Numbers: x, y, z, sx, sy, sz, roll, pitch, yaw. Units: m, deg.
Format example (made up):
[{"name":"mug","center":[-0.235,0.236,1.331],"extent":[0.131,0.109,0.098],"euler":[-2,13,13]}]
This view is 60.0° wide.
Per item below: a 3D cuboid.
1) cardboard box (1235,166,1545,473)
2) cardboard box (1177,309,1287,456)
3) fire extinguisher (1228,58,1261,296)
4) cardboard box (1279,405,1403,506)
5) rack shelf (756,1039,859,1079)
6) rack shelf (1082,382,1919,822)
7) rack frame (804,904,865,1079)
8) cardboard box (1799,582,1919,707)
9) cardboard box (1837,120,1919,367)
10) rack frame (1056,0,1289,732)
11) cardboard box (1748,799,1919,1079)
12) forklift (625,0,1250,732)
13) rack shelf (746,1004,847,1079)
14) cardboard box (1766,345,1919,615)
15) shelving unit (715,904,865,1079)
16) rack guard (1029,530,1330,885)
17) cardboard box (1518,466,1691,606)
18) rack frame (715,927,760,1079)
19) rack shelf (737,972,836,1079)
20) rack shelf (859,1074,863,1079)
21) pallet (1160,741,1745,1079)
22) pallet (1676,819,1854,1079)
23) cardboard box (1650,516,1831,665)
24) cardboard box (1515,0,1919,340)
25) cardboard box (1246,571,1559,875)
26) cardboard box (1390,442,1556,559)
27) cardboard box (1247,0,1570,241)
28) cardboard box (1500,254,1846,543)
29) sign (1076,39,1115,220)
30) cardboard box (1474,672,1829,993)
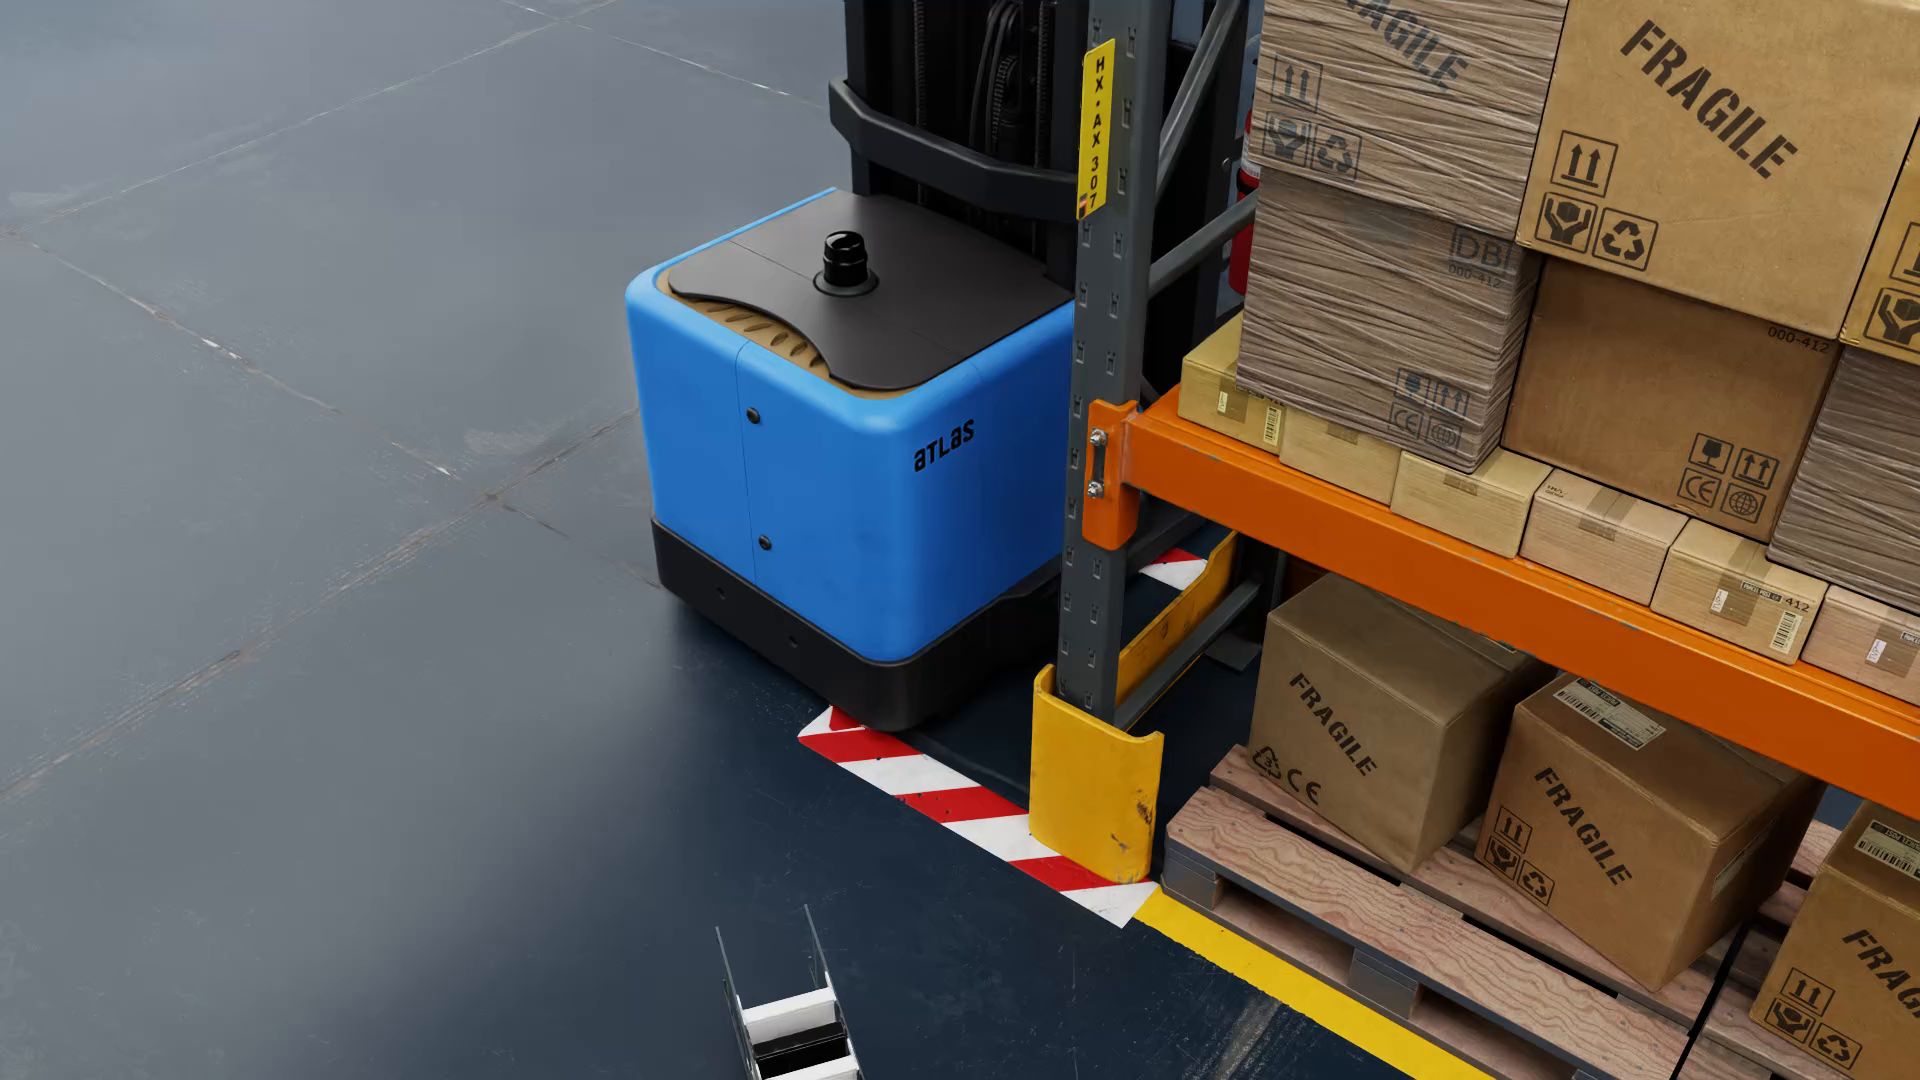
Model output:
[{"name":"cardboard box","center":[1.003,-0.620,3.286],"extent":[0.500,0.500,0.875],"euler":[25,45,29]},{"name":"cardboard box","center":[0.664,-0.361,3.481],"extent":[0.250,0.149,0.380],"euler":[25,45,29]},{"name":"fire extinguisher","center":[0.771,-0.921,4.056],"extent":[0.183,0.674,0.296],"euler":[25,45,29]},{"name":"cardboard box","center":[0.851,-0.258,3.350],"extent":[0.250,0.149,0.380],"euler":[25,45,29]},{"name":"rack shelf","center":[-0.315,1.182,3.501],"extent":[0.200,0.258,0.077],"euler":[-12,40,-14]},{"name":"rack shelf","center":[2.171,0.349,2.954],"extent":[4.000,0.370,1.077],"euler":[25,45,29]},{"name":"rack frame","center":[-0.208,1.182,3.502],"extent":[0.006,0.240,0.900],"euler":[-12,40,-14]},{"name":"cardboard box","center":[1.661,0.104,2.887],"extent":[0.250,0.149,0.380],"euler":[25,45,29]},{"name":"cardboard box","center":[1.645,-0.516,2.343],"extent":[0.500,0.500,0.500],"euler":[25,45,29]},{"name":"rack frame","center":[0.582,-0.683,3.689],"extent":[0.127,3.000,1.000],"euler":[25,45,29]},{"name":"cardboard box","center":[2.050,0.829,3.445],"extent":[0.500,0.500,0.500],"euler":[30,47,32]},{"name":"forklift","center":[0.470,-1.455,4.730],"extent":[1.130,2.935,3.031],"euler":[30,47,33]},{"name":"rack shelf","center":[-0.343,1.129,3.569],"extent":[0.200,0.258,0.077],"euler":[-12,40,-14]},{"name":"cardboard box","center":[1.843,-0.283,2.856],"extent":[0.500,0.500,0.875],"euler":[25,45,29]},{"name":"shelving unit","center":[-0.304,1.202,3.477],"extent":[0.210,0.258,0.900],"euler":[-12,40,-14]},{"name":"rack guard","center":[0.643,0.330,4.423],"extent":[0.348,0.500,1.175],"euler":[25,45,29]},{"name":"cardboard box","center":[1.251,-0.073,3.114],"extent":[0.250,0.149,0.380],"euler":[25,45,29]},{"name":"rack frame","center":[-0.400,1.221,3.451],"extent":[0.006,0.240,0.900],"euler":[-12,40,-14]},{"name":"rack shelf","center":[-0.372,1.077,3.636],"extent":[0.200,0.258,0.077],"euler":[-12,40,-14]},{"name":"rack shelf","center":[-0.286,1.235,3.434],"extent":[0.200,0.258,0.077],"euler":[-12,40,-14]},{"name":"pallet","center":[1.266,0.765,4.102],"extent":[1.213,0.211,1.003],"euler":[25,45,29]},{"name":"pallet","center":[2.231,1.222,3.518],"extent":[1.213,0.211,1.003],"euler":[25,45,29]},{"name":"cardboard box","center":[1.446,0.024,2.990],"extent":[0.250,0.149,0.380],"euler":[25,45,29]},{"name":"cardboard box","center":[1.247,-0.703,2.581],"extent":[0.500,0.500,0.500],"euler":[25,45,29]},{"name":"cardboard box","center":[1.068,0.378,4.021],"extent":[0.500,0.500,0.500],"euler":[-29,46,-32]},{"name":"cardboard box","center":[1.040,-0.157,3.221],"extent":[0.250,0.149,0.380],"euler":[25,45,29]},{"name":"cardboard box","center":[0.854,-0.894,2.825],"extent":[0.500,0.500,0.500],"euler":[25,45,29]},{"name":"cardboard box","center":[1.473,-0.492,3.122],"extent":[0.500,0.500,0.875],"euler":[25,45,29]},{"name":"sign","center":[0.253,-0.758,3.083],"extent":[0.005,0.325,0.100],"euler":[25,45,29]},{"name":"cardboard box","center":[1.564,0.585,3.757],"extent":[0.500,0.500,0.500],"euler":[-25,45,-29]}]
